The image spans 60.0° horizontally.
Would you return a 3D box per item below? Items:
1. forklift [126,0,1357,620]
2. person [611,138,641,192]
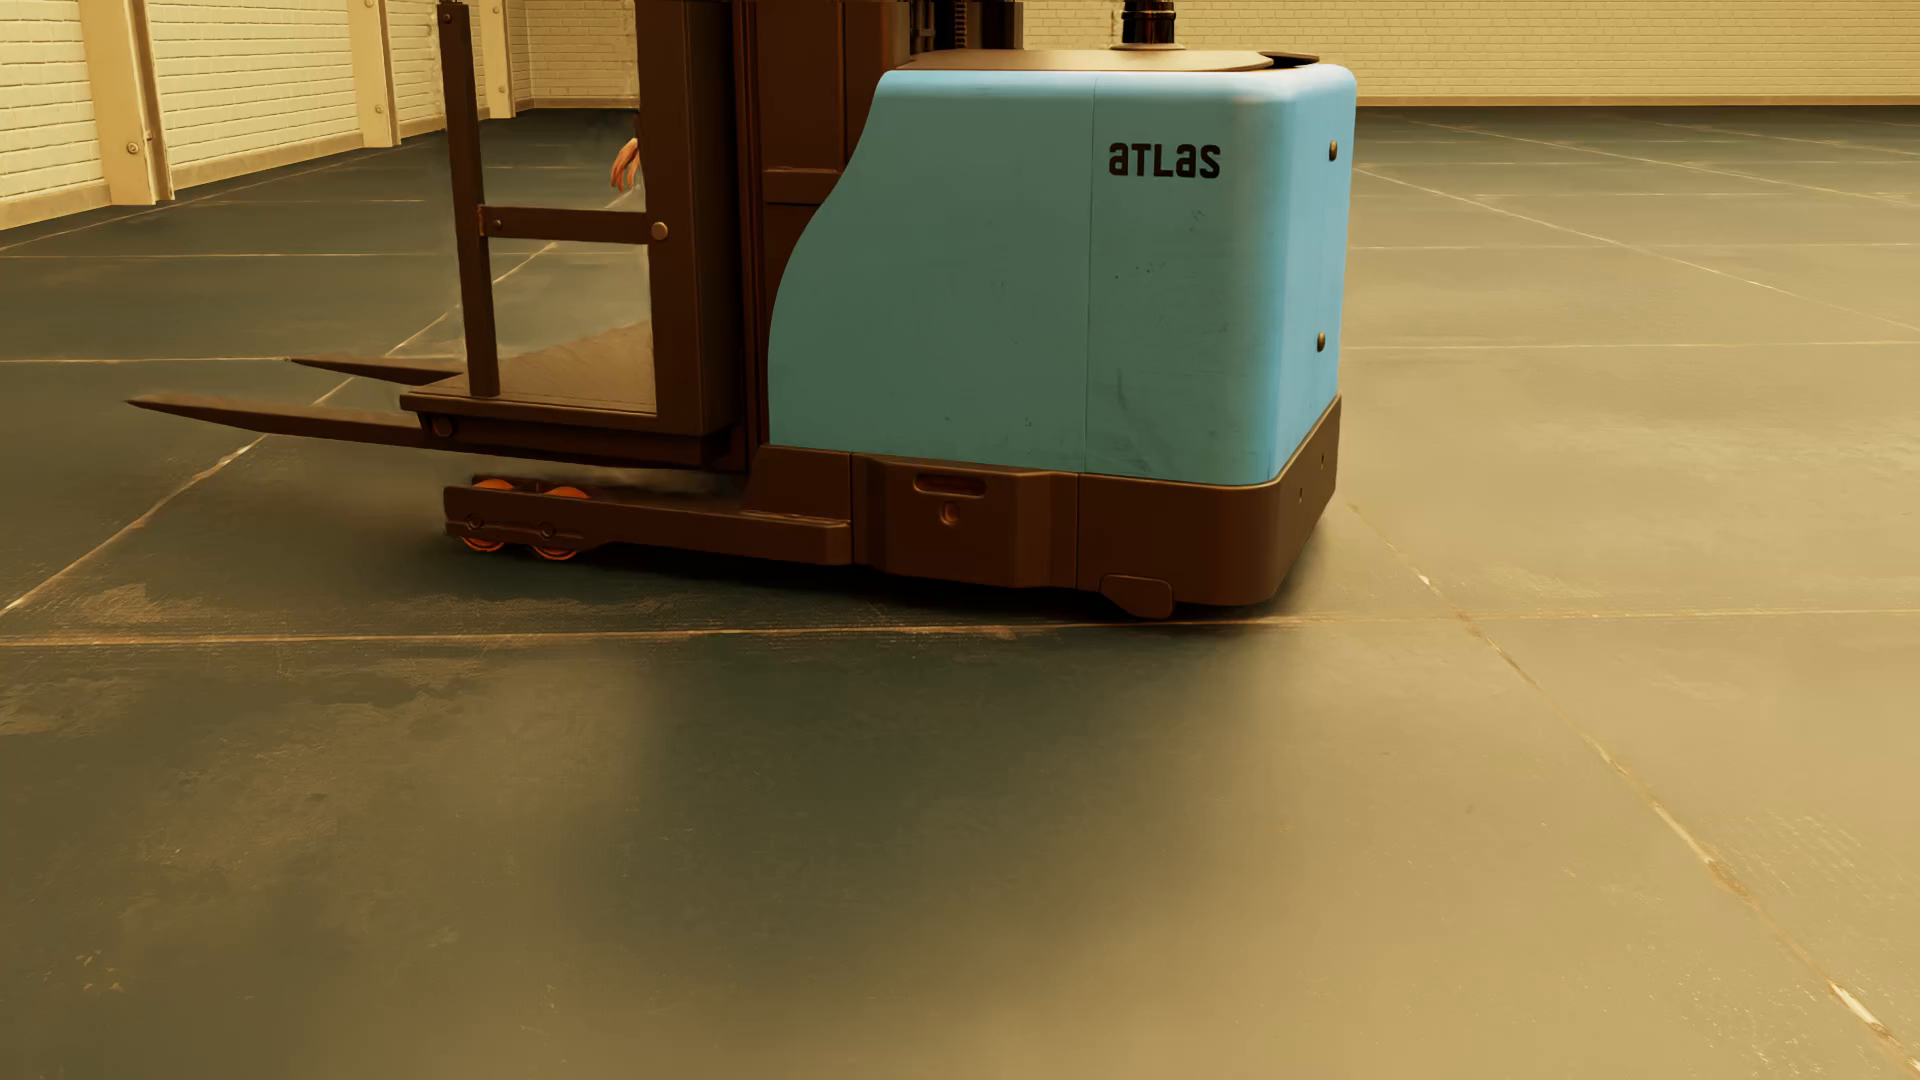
[{"bbox_3d":[-0.650,-1.491,3.783,3.031,2.935,1.130,6,18,19],"label":"forklift"},{"bbox_3d":[-0.793,-1.222,5.411,0.958,1.478,1.052,-10,19,-29],"label":"person"}]
